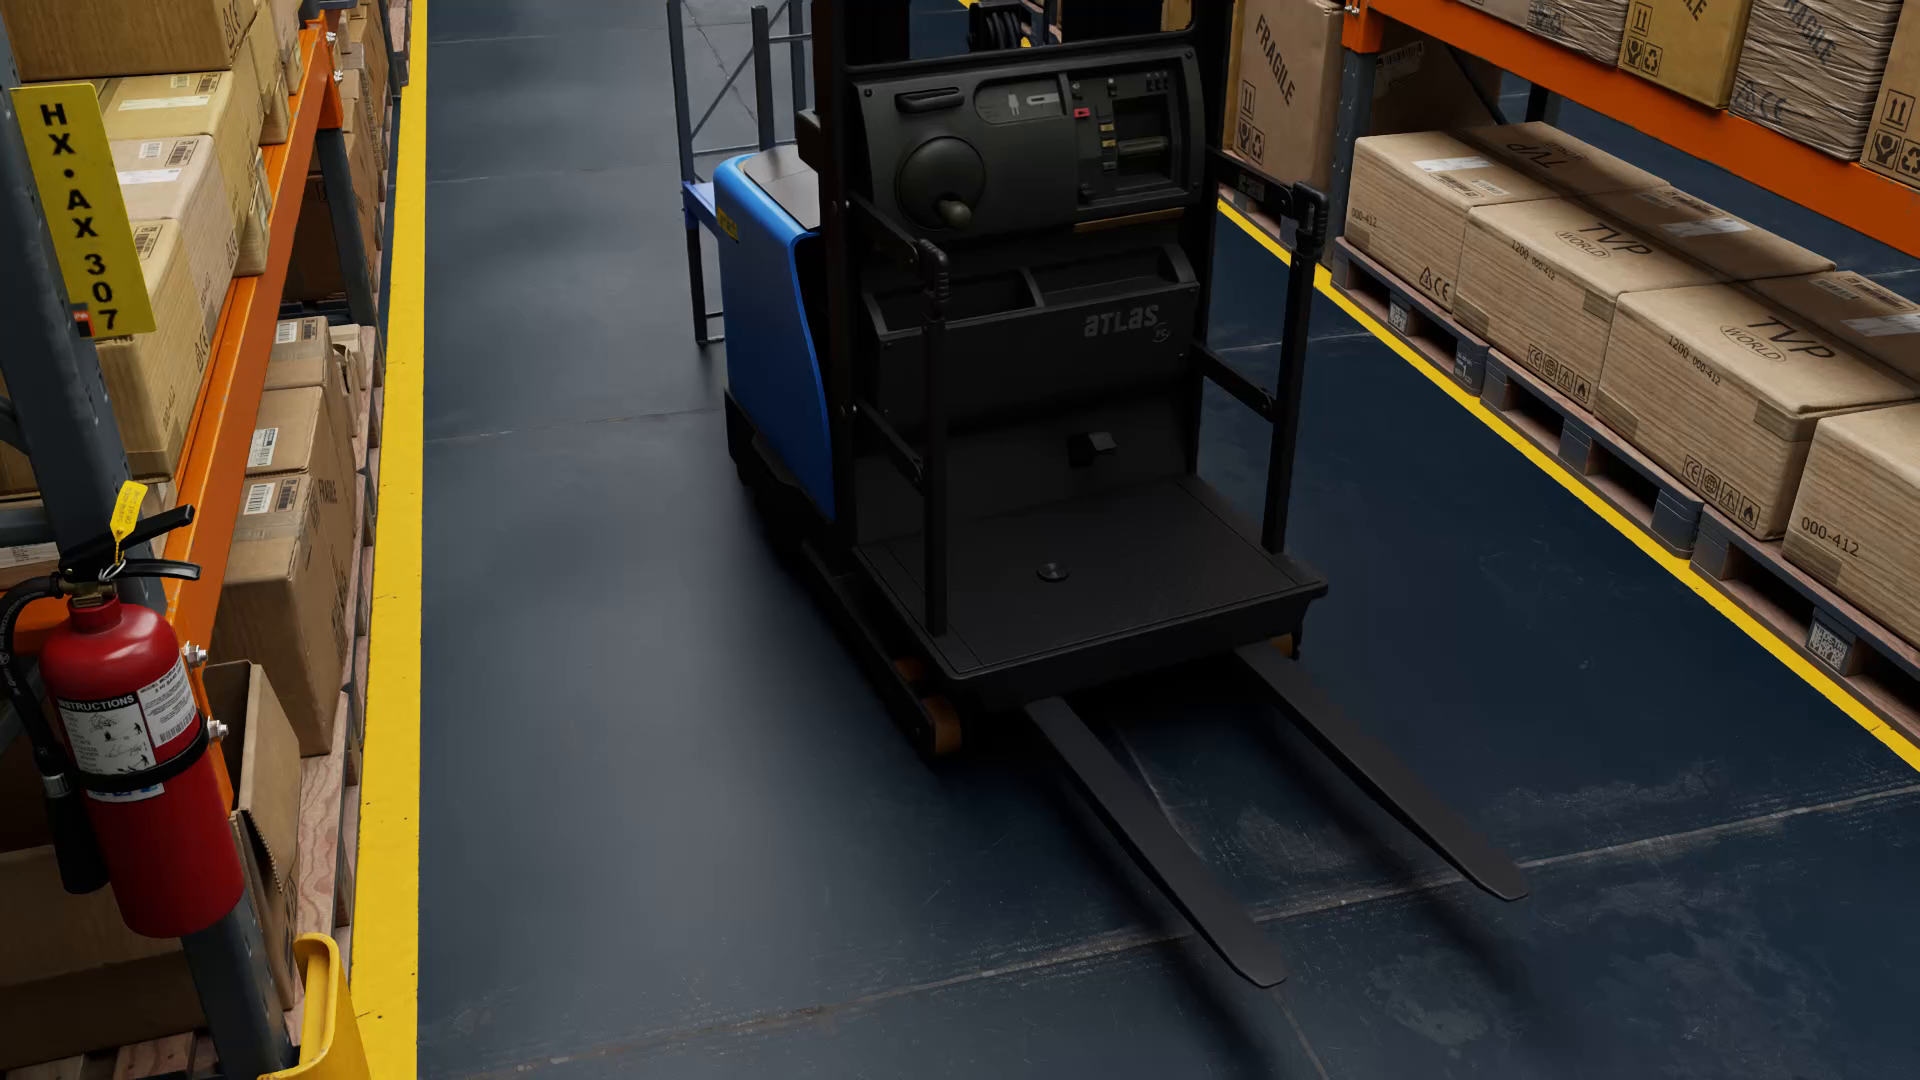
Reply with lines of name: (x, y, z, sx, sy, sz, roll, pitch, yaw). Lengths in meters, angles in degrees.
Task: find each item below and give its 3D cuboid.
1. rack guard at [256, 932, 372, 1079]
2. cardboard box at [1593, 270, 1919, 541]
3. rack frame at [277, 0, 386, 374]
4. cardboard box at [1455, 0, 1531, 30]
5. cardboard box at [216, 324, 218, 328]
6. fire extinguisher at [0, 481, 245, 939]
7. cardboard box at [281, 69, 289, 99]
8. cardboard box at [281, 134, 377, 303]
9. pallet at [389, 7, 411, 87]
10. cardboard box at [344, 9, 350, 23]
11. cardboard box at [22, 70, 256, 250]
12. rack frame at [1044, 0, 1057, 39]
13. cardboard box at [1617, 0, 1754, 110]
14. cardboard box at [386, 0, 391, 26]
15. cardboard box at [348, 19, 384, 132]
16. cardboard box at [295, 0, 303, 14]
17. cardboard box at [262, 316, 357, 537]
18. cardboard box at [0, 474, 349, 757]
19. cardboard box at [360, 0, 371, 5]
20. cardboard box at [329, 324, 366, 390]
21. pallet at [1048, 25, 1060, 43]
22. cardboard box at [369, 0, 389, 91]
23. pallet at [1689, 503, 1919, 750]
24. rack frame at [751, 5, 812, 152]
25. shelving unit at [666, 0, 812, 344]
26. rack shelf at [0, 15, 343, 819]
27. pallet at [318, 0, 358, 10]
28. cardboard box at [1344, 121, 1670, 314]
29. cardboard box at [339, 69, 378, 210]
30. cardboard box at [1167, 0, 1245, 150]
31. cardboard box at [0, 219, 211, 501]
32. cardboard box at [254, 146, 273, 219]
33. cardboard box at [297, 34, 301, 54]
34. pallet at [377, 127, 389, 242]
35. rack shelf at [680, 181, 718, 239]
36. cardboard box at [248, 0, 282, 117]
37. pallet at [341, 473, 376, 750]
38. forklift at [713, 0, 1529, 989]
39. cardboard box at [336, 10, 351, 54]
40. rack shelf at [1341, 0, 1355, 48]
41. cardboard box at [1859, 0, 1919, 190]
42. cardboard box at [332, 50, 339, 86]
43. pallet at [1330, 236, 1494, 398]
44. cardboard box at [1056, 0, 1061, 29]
rack guard: (-1.650, 1.082, 2.881, 1.175, 0.500, 0.348, -8, 31, -13)
cardboard box: (2.632, -0.444, 5.161, 0.875, 0.438, 0.875, -7, 31, -12)
rack frame: (-2.691, -1.895, 5.529, 1.000, 3.000, 0.127, -8, 31, -13)
cardboard box: (2.095, -2.095, 5.775, 0.500, 0.500, 0.500, -8, 31, -13)
cardboard box: (-1.676, -0.419, 3.230, 0.380, 0.149, 0.250, -7, 31, -12)
fire extinguisher: (-1.145, 0.242, 2.288, 0.296, 0.674, 0.183, -8, 31, -13)
cardboard box: (-2.137, -1.290, 4.735, 0.380, 0.149, 0.250, -7, 31, -12)
cardboard box: (-2.603, -1.258, 6.506, 0.500, 0.500, 0.500, -7, 31, -11)
pallet: (-3.934, -3.023, 10.261, 1.003, 0.211, 1.213, -8, 31, -13)
cardboard box: (-3.222, -2.608, 8.190, 0.380, 0.149, 0.250, -7, 31, -12)
cardboard box: (-1.762, -0.770, 3.438, 0.500, 0.250, 0.500, -8, 31, -14)
rack frame: (1.032, -4.489, 10.010, 1.000, 3.000, 0.127, -8, 31, -13)
cardboard box: (2.358, -1.605, 4.929, 0.500, 0.500, 0.500, -7, 31, -12)
cardboard box: (-3.905, -3.284, 9.880, 0.875, 0.625, 0.625, -7, 31, -12)
cardboard box: (-3.169, -2.255, 8.228, 0.500, 0.500, 0.500, -7, 31, -11)
cardboard box: (-2.321, -1.745, 5.123, 0.500, 0.250, 0.500, -7, 31, -12)
cardboard box: (-2.165, -0.290, 4.833, 0.700, 0.500, 0.500, -9, 31, -15)
cardboard box: (-1.890, 0.211, 3.967, 0.700, 0.500, 0.500, -7, 31, -11)
cardboard box: (-3.275, -2.875, 8.651, 0.380, 0.149, 0.250, -9, 31, -16)
cardboard box: (-2.260, -0.613, 5.741, 0.380, 0.149, 0.250, -9, 31, -15)
pallet: (1.168, -2.891, 10.034, 1.003, 0.211, 1.213, -8, 31, -13)
cardboard box: (-3.433, -2.751, 9.085, 0.500, 0.500, 0.500, -7, 31, -12)
pallet: (2.867, 0.206, 4.683, 1.003, 0.211, 1.213, -8, 31, -13)
rack frame: (-0.402, -1.020, 5.515, 0.500, 1.500, 0.032, -13, 32, -21)
shelving unit: (-0.610, -1.252, 5.917, 0.538, 1.500, 1.048, -13, 32, -21)
rack shelf: (-2.160, -0.617, 4.041, 1.077, 0.370, 4.000, -8, 31, -13)
pallet: (-2.798, -2.212, 6.269, 1.003, 0.211, 1.213, -8, 31, -13)
cardboard box: (2.157, -1.312, 6.661, 0.875, 0.438, 0.875, -8, 31, -14)
cardboard box: (-2.882, -1.756, 7.365, 0.500, 0.500, 0.500, -9, 31, -15)
cardboard box: (1.604, -2.543, 8.351, 0.875, 0.875, 0.875, -7, 31, -12)
cardboard box: (-1.490, -0.282, 2.595, 0.500, 0.250, 0.500, -8, 31, -13)
cardboard box: (-1.836, -0.803, 3.893, 0.380, 0.149, 0.250, -7, 31, -12)
cardboard box: (-2.273, -1.543, 5.172, 0.380, 0.149, 0.250, -7, 31, -12)
pallet: (-3.271, -1.666, 7.918, 1.003, 0.211, 1.213, -8, 31, -13)
rack shelf: (-0.610, -1.097, 6.007, 0.538, 0.185, 1.000, -13, 32, -21)
cardboard box: (-2.054, -1.262, 4.290, 0.500, 0.250, 0.500, -8, 31, -14)
pallet: (-2.182, 0.234, 4.635, 1.003, 0.211, 1.213, -8, 31, -13)
forklift: (0.282, -0.953, 3.970, 1.130, 2.935, 3.031, -13, 32, -21)
cardboard box: (-3.053, -2.358, 7.759, 0.380, 0.149, 0.250, -9, 31, -16)
rack shelf: (1.563, -3.211, 8.522, 1.077, 0.370, 4.000, -8, 31, -13)
cardboard box: (2.653, -1.110, 4.074, 0.500, 0.500, 0.500, -8, 31, -14)
cardboard box: (-2.873, -1.986, 7.116, 0.380, 0.149, 0.250, -8, 31, -13)
pallet: (2.220, -0.972, 6.719, 1.003, 0.211, 1.213, -8, 31, -13)
cardboard box: (1.135, -3.406, 9.842, 0.875, 0.875, 0.875, -8, 31, -14)
